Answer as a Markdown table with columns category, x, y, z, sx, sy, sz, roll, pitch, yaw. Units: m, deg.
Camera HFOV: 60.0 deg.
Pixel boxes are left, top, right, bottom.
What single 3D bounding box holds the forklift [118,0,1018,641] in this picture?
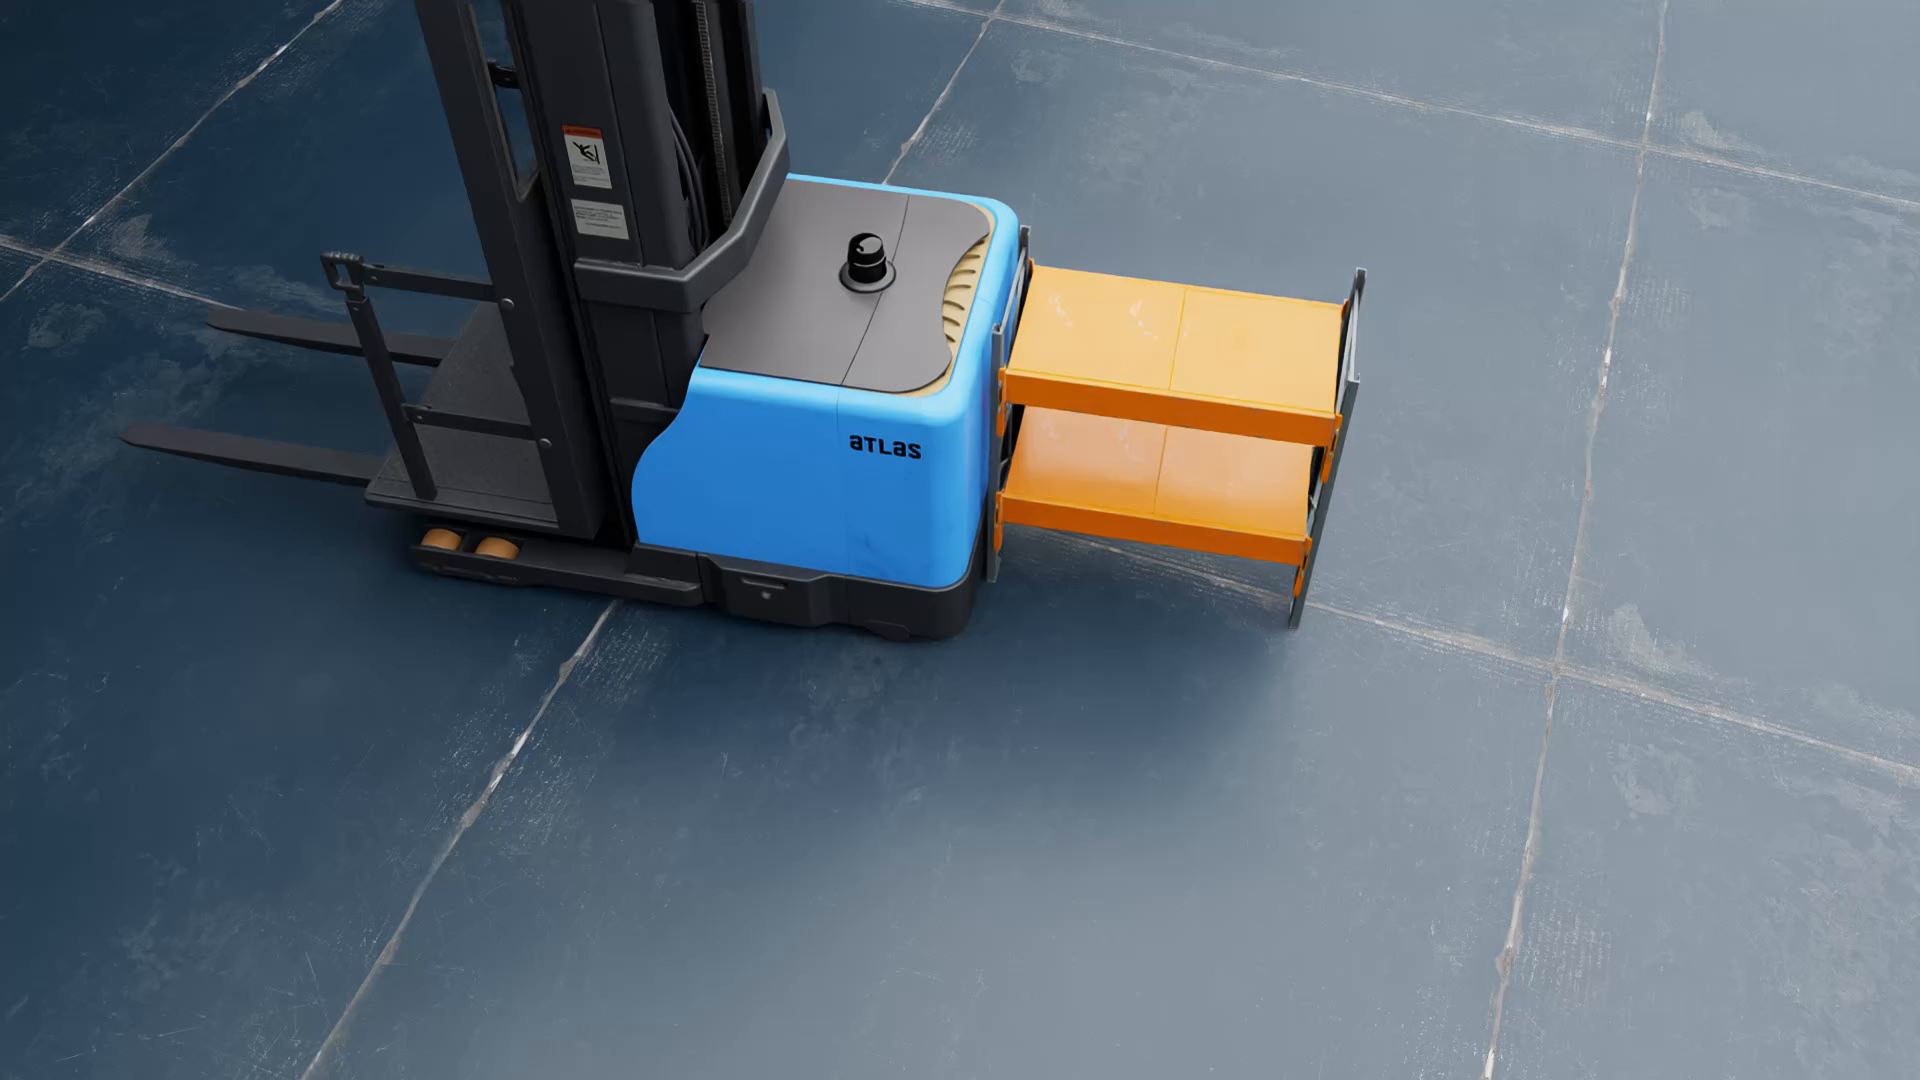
| category | x | y | z | sx | sy | sz | roll | pitch | yaw |
| --- | --- | --- | --- | --- | --- | --- | --- | --- | --- |
| forklift | -1.371 | -1.194 | 4.845 | 3.031 | 2.935 | 1.130 | 9 | 50 | 7 |

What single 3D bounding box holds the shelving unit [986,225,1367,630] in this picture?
| category | x | y | z | sx | sy | sz | roll | pitch | yaw |
| --- | --- | --- | --- | --- | --- | --- | --- | --- | --- |
| shelving unit | 0.652 | -0.334 | 5.295 | 1.048 | 1.125 | 0.538 | 9 | 50 | 7 |

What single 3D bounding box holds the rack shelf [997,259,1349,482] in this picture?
| category | x | y | z | sx | sy | sz | roll | pitch | yaw |
| --- | --- | --- | --- | --- | --- | --- | --- | --- | --- |
| rack shelf | 0.652 | -0.526 | 5.074 | 1.000 | 0.278 | 0.538 | 9 | 50 | 7 |

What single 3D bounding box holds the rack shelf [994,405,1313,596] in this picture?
| category | x | y | z | sx | sy | sz | roll | pitch | yaw |
| --- | --- | --- | --- | --- | --- | --- | --- | --- | --- |
| rack shelf | 0.652 | -0.174 | 5.480 | 1.000 | 0.278 | 0.538 | 9 | 50 | 7 |

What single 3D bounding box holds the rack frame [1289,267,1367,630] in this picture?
| category | x | y | z | sx | sy | sz | roll | pitch | yaw |
| --- | --- | --- | --- | --- | --- | --- | --- | --- | --- |
| rack frame | 1.150 | -0.259 | 5.230 | 0.032 | 1.125 | 0.500 | 9 | 50 | 7 |

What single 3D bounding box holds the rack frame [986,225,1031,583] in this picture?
| category | x | y | z | sx | sy | sz | roll | pitch | yaw |
| --- | --- | --- | --- | --- | --- | --- | --- | --- | --- |
| rack frame | 0.153 | -0.409 | 5.360 | 0.032 | 1.125 | 0.500 | 9 | 50 | 7 |
